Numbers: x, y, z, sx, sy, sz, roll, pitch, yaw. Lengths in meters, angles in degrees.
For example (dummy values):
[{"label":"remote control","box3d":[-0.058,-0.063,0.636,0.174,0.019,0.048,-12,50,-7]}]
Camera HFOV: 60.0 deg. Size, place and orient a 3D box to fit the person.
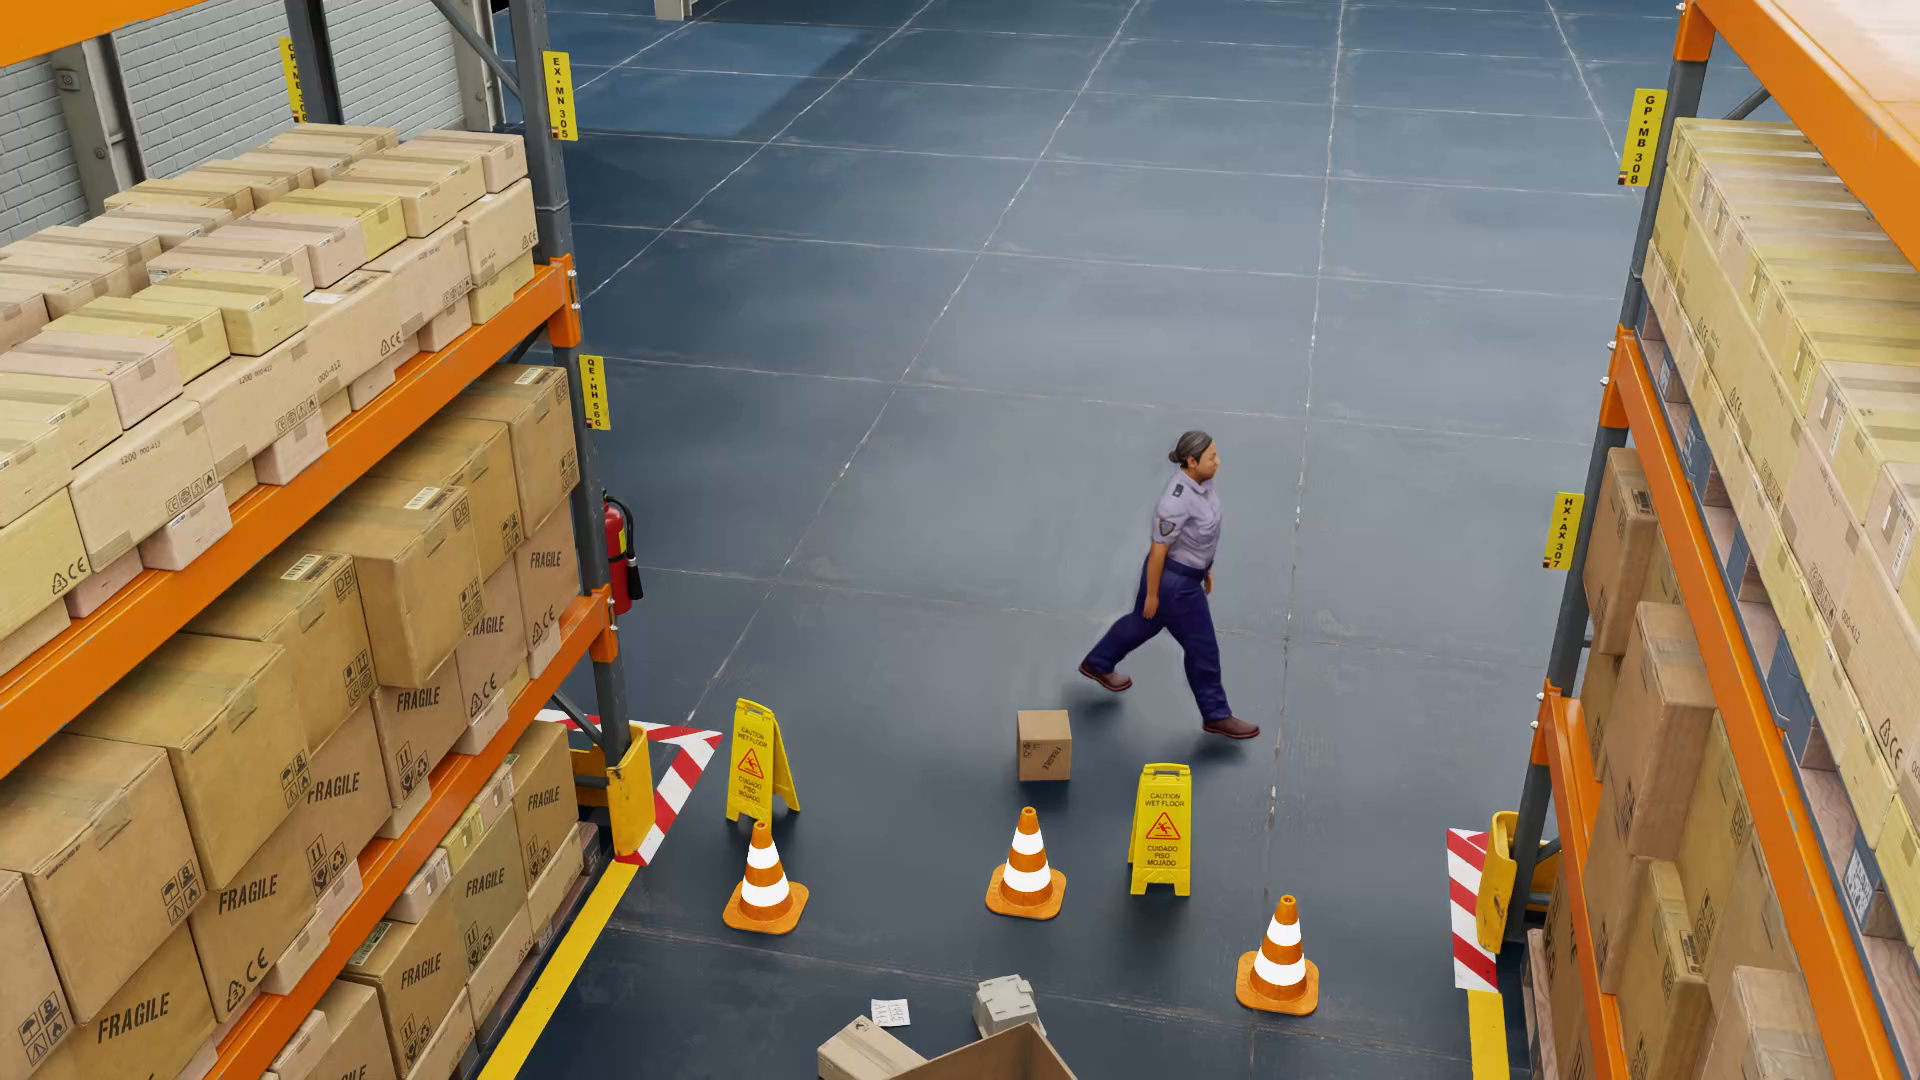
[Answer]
[{"label":"person","box3d":[1.082,0.177,8.304,0.990,1.599,0.481,8,30,13]}]
